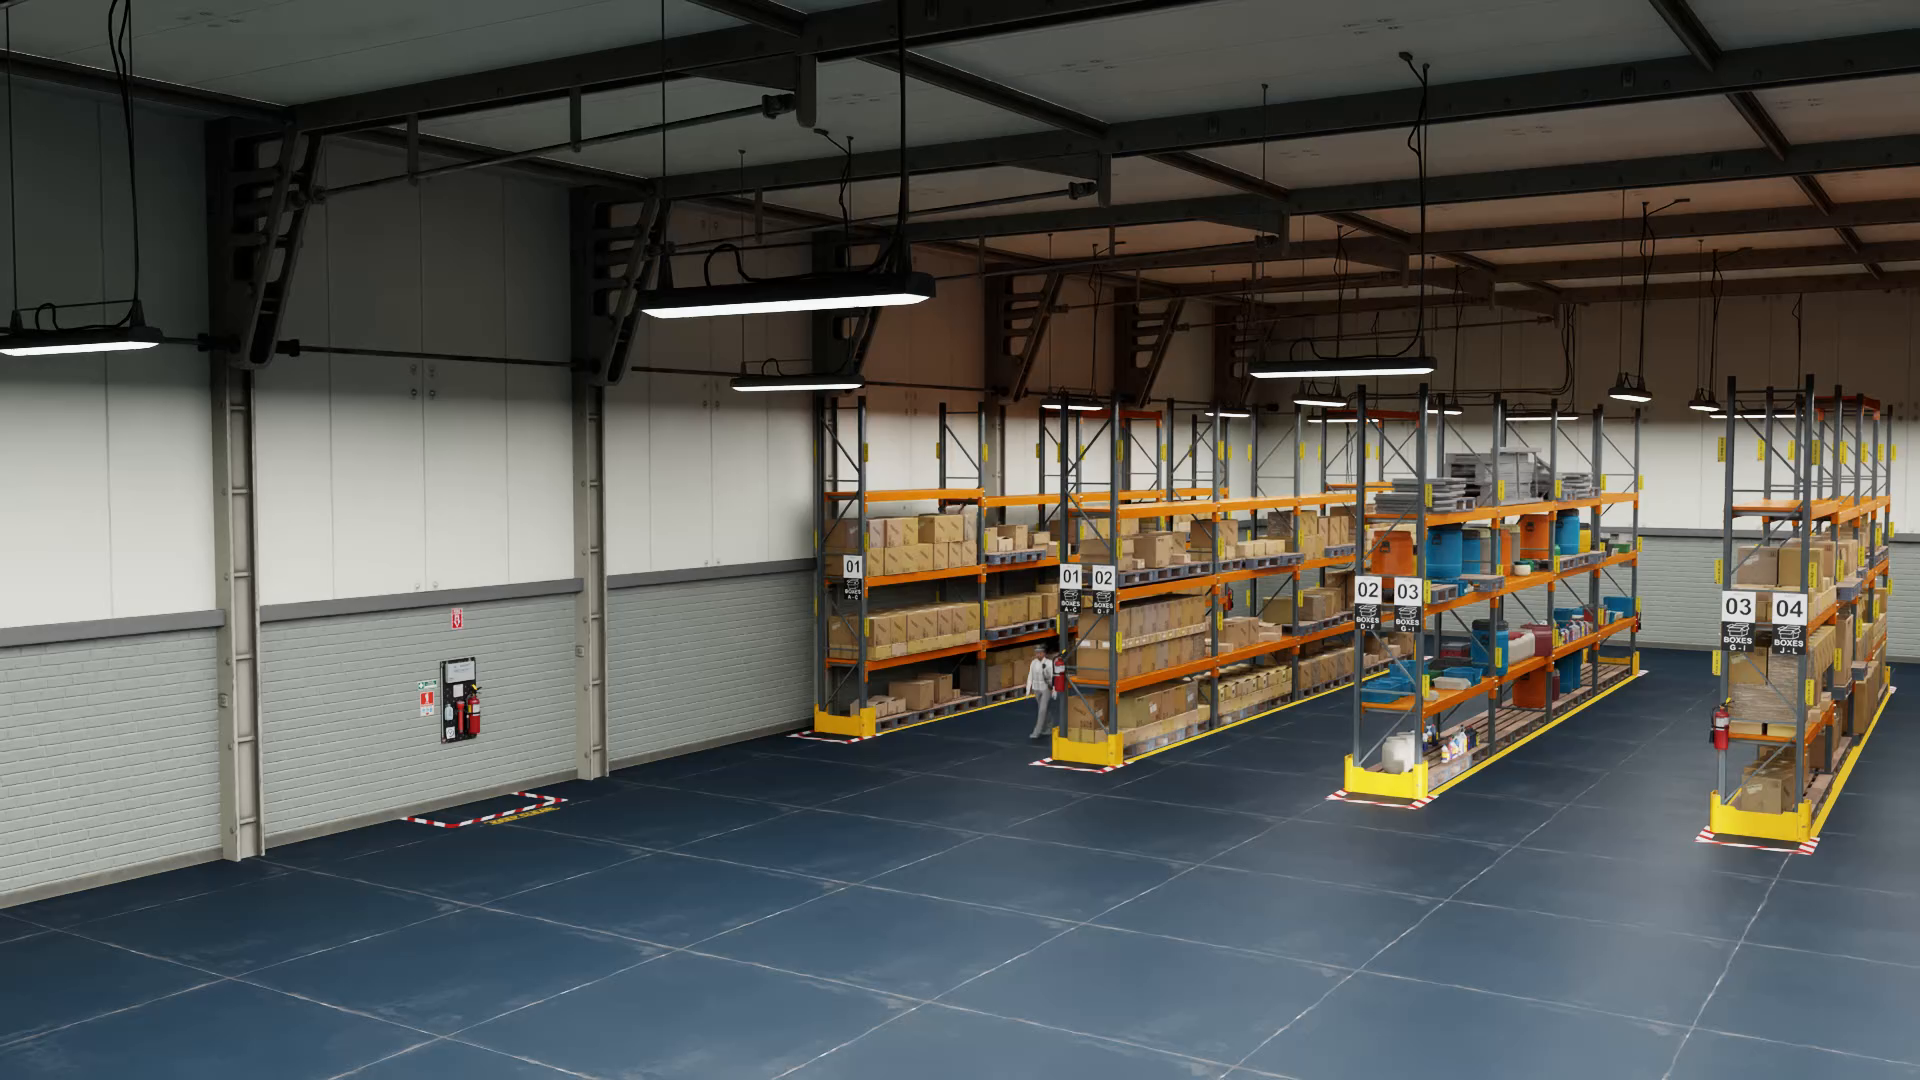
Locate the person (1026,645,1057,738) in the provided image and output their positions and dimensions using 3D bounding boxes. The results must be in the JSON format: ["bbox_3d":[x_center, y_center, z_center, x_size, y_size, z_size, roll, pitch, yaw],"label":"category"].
[{"bbox_3d":[1.394,2.638,29.082,0.505,1.623,0.991,2,4,39],"label":"person"}]
